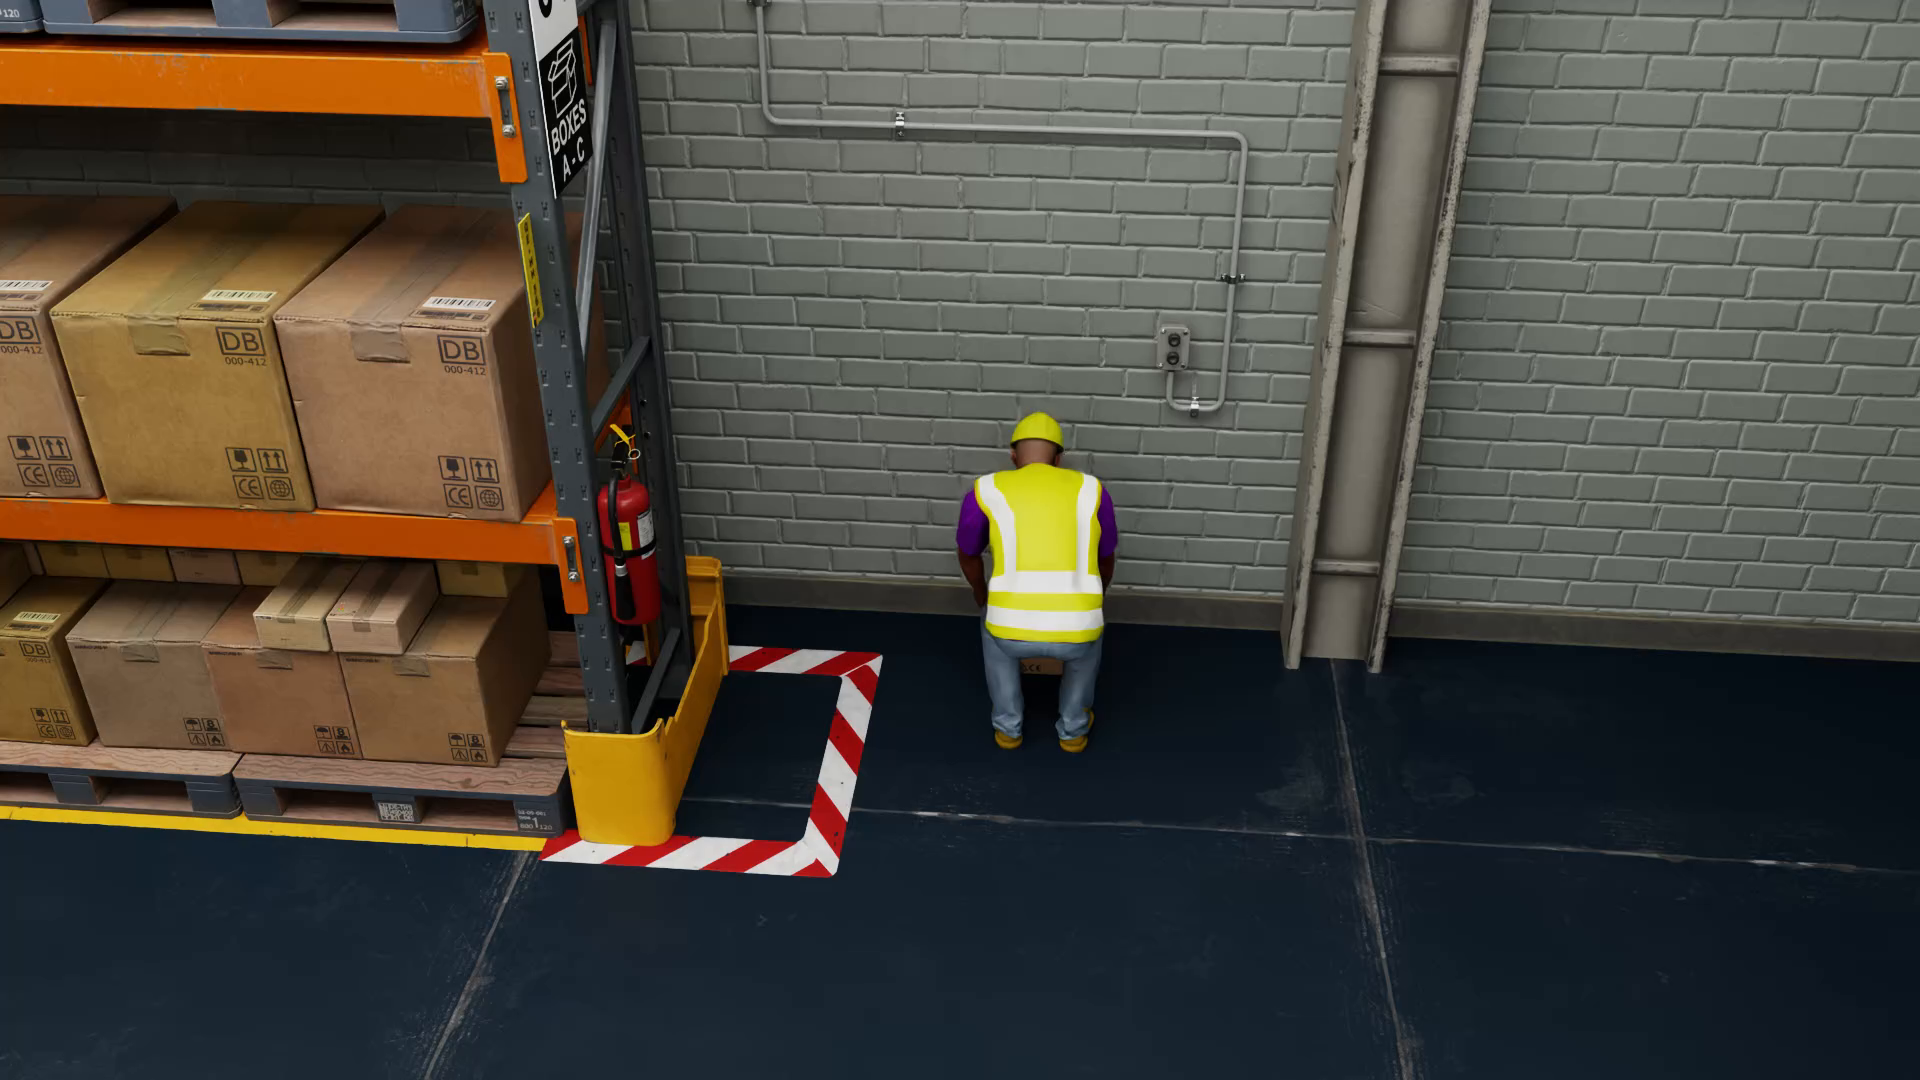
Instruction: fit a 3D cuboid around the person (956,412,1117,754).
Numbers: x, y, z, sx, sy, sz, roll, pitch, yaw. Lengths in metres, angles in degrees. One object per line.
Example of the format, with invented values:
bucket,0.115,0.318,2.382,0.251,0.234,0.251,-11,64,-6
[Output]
person,0.283,0.193,6.345,0.619,1.196,0.847,2,32,4
